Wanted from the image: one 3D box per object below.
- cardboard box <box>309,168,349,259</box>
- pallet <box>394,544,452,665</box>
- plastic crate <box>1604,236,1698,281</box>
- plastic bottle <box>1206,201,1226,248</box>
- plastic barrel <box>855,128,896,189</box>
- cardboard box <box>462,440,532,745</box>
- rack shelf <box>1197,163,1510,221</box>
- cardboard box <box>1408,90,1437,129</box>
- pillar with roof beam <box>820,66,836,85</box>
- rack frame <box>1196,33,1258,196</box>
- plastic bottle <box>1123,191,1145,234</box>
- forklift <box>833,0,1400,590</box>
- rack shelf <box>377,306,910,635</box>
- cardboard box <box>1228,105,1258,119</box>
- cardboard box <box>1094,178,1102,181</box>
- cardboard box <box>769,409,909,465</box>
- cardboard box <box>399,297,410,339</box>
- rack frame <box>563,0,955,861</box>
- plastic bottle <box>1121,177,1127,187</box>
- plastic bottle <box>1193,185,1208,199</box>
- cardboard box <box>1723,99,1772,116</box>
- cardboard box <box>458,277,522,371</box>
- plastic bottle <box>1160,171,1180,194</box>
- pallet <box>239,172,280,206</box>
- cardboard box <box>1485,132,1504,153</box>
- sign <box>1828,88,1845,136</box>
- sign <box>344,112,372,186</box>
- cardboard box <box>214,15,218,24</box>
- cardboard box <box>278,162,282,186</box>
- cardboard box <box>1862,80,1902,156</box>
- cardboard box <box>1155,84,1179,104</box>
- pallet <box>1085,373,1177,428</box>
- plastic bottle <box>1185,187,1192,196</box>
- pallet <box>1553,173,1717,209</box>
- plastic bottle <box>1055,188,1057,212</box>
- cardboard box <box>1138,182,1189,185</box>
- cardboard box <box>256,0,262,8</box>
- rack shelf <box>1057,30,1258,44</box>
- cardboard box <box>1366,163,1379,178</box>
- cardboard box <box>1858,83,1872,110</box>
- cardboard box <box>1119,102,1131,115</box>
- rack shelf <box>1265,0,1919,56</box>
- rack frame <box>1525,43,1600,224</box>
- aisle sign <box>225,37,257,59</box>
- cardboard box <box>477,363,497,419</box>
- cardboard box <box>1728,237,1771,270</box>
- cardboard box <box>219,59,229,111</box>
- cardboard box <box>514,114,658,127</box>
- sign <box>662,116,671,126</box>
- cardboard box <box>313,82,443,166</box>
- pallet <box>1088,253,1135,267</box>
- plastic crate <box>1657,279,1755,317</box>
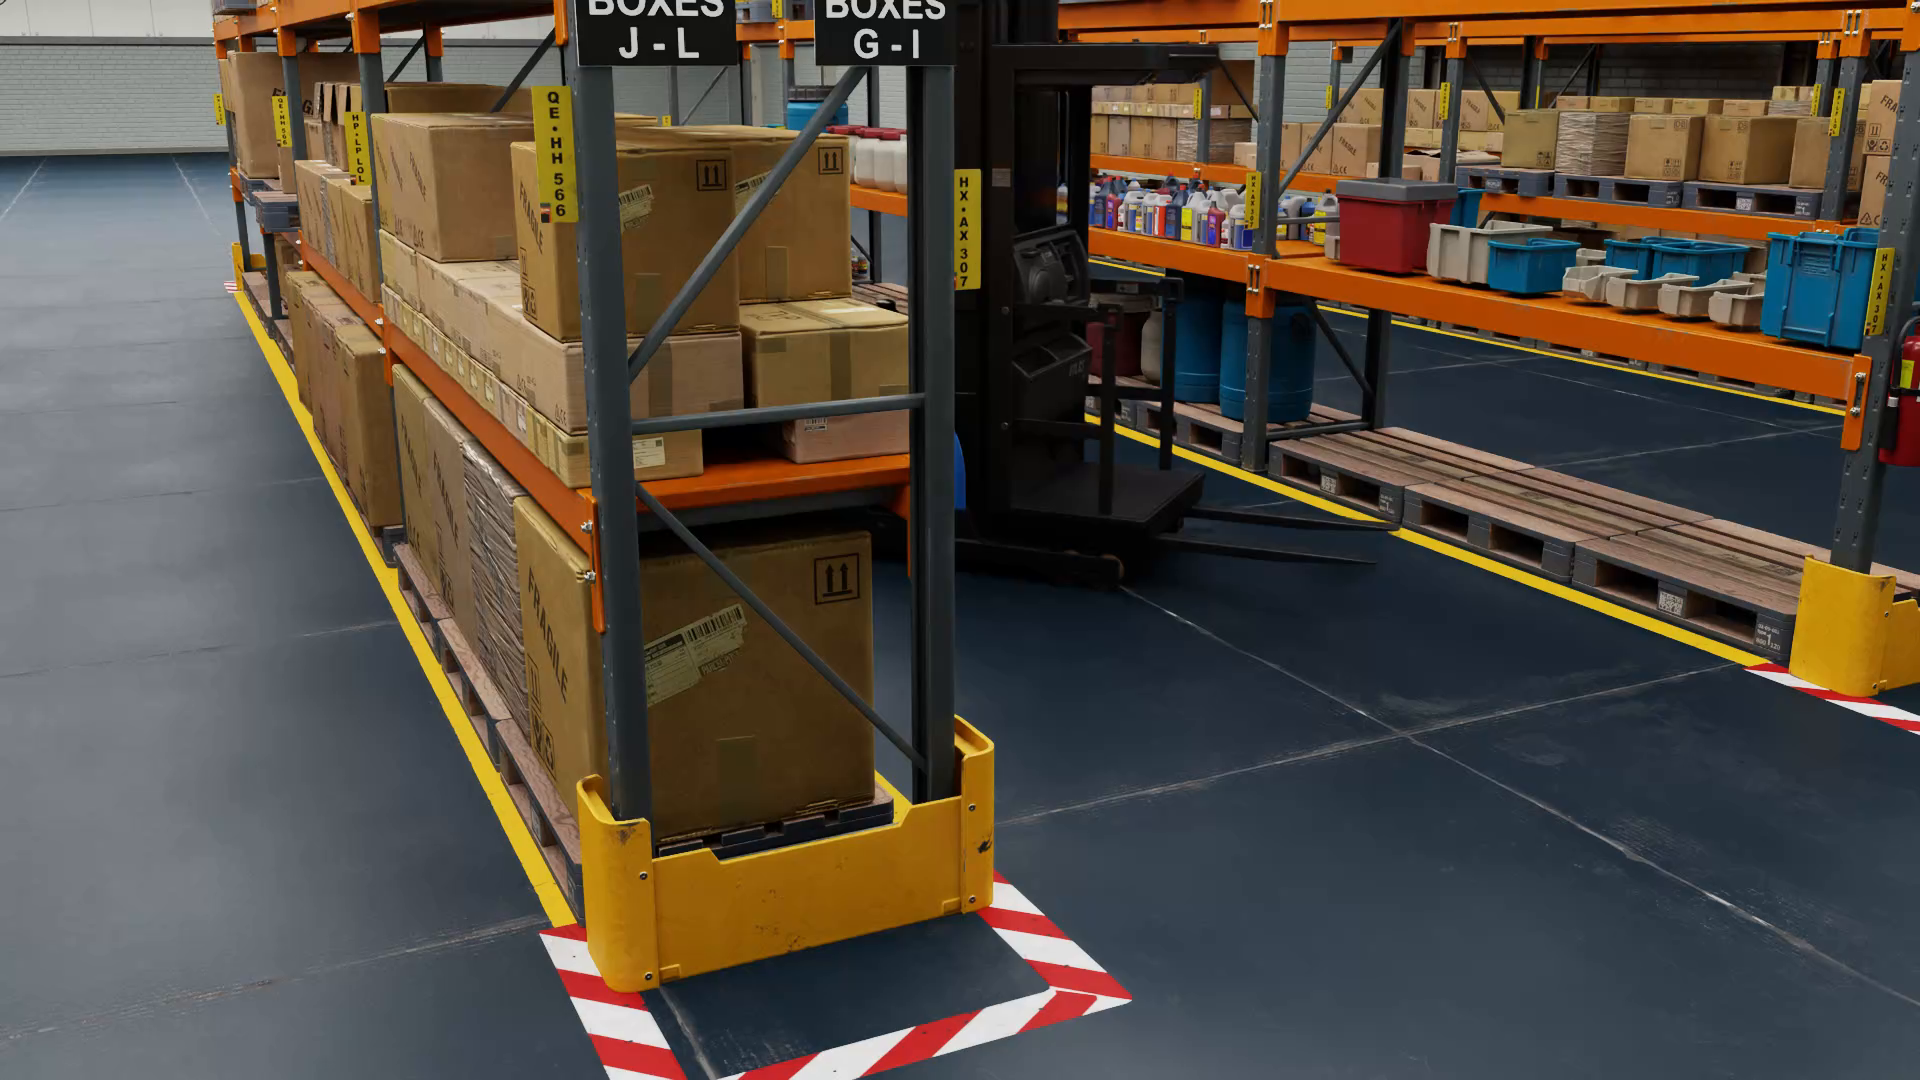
[{"bbox_3d":[-3.571,-1.956,9.946,0.500,0.500,0.500,-8,18,-26],"label":"cardboard box"},{"bbox_3d":[-1.979,0.215,7.618,1.003,0.211,1.213,-8,18,-25],"label":"pallet"},{"bbox_3d":[3.442,-1.380,8.317,0.416,0.233,0.300,-8,18,-25],"label":"plastic crate"},{"bbox_3d":[1.605,-1.976,10.411,0.061,0.283,0.133,-8,18,-25],"label":"plastic bottle"},{"bbox_3d":[-0.751,-3.525,15.350,0.433,0.535,0.433,0,16,0],"label":"plastic barrel"},{"bbox_3d":[-1.241,0.113,6.008,0.875,0.875,0.875,-8,18,-25],"label":"cardboard box"},{"bbox_3d":[4.036,-3.661,17.376,1.077,0.370,4.000,-8,18,-25],"label":"rack shelf"},{"bbox_3d":[6.463,-5.859,22.604,0.500,0.500,0.500,-7,17,-23],"label":"cardboard box"},{"bbox_3d":[-7.441,-14.340,42.406,9.100,9.000,0.400,-8,18,-25],"label":"pillar with roof beam"},{"bbox_3d":[3.160,-4.503,19.005,1.000,3.000,0.127,-8,18,-25],"label":"rack frame"},{"bbox_3d":[1.205,-2.227,11.299,0.152,0.276,0.135,-8,18,-25],"label":"plastic bottle"},{"bbox_3d":[0.639,-1.339,8.104,3.031,2.935,1.130,7,17,22],"label":"forklift"},{"bbox_3d":[-1.366,-0.482,6.295,1.077,0.370,4.000,-8,18,-25],"label":"rack shelf"},{"bbox_3d":[3.216,-4.953,19.215,0.380,0.149,0.250,-8,18,-25],"label":"cardboard box"},{"bbox_3d":[1.663,-4.452,21.690,0.500,0.500,0.500,-8,18,-25],"label":"cardboard box"},{"bbox_3d":[-0.349,-0.339,4.948,0.380,0.149,0.250,-7,18,-24],"label":"cardboard box"},{"bbox_3d":[-2.180,-0.959,7.108,0.380,0.149,0.250,-7,17,-23],"label":"cardboard box"},{"bbox_3d":[-0.490,-0.331,4.468,1.000,3.000,0.127,-8,18,-25],"label":"rack frame"},{"bbox_3d":[1.239,-2.667,12.839,0.097,0.271,0.097,0,16,0],"label":"plastic bottle"},{"bbox_3d":[1.562,-2.150,10.893,0.144,0.351,0.185,-8,18,-25],"label":"plastic bottle"},{"bbox_3d":[8.879,-4.621,18.436,0.700,0.500,0.500,-10,19,-30],"label":"cardboard box"},{"bbox_3d":[-1.386,-0.742,5.632,0.500,0.250,0.500,-8,18,-27],"label":"cardboard box"},{"bbox_3d":[1.552,-2.513,12.160,0.144,0.351,0.185,-8,18,-25],"label":"plastic bottle"},{"bbox_3d":[-5.543,-3.008,14.141,1.003,0.211,1.213,-8,18,-25],"label":"pallet"},{"bbox_3d":[7.131,-5.121,21.393,0.500,0.250,0.500,-8,18,-25],"label":"cardboard box"},{"bbox_3d":[6.167,-3.008,11.696,0.100,0.325,0.005,-8,18,-25],"label":"sign"},{"bbox_3d":[-2.726,-1.774,7.538,0.100,0.325,0.005,-8,18,-25],"label":"sign"},{"bbox_3d":[-7.521,-5.518,17.374,0.500,0.250,0.500,-7,17,-23],"label":"cardboard box"},{"bbox_3d":[-4.968,-2.833,12.668,0.396,0.266,0.258,-8,18,-26],"label":"cardboard box"},{"bbox_3d":[6.618,-2.897,11.415,0.500,0.500,0.500,-7,17,-23],"label":"cardboard box"},{"bbox_3d":[2.737,-5.409,19.629,0.700,0.500,0.500,-8,18,-25],"label":"cardboard box"},{"bbox_3d":[1.371,-1.081,12.134,1.003,0.211,1.213,-8,18,-25],"label":"pallet"},{"bbox_3d":[1.602,-2.371,11.807,0.097,0.271,0.097,0,16,0],"label":"plastic bottle"},{"bbox_3d":[5.768,-2.937,13.896,1.003,0.211,1.213,-8,18,-25],"label":"pallet"},{"bbox_3d":[0.678,-2.500,12.238,0.061,0.283,0.133,-8,18,-25],"label":"plastic bottle"},{"bbox_3d":[2.579,-4.268,21.050,0.500,0.500,0.500,-8,18,-25],"label":"cardboard box"},{"bbox_3d":[-4.870,-4.019,12.153,0.500,0.250,0.500,-7,17,-23],"label":"cardboard box"},{"bbox_3d":[2.284,-6.095,20.418,1.077,0.370,4.000,-8,18,-25],"label":"rack shelf"},{"bbox_3d":[4.303,-3.700,16.661,0.380,0.149,0.250,-6,17,-21],"label":"cardboard box"},{"bbox_3d":[9.343,-4.521,16.951,0.500,0.250,0.500,-7,18,-24],"label":"cardboard box"},{"bbox_3d":[2.174,-5.285,20.372,0.380,0.149,0.250,-7,17,-23],"label":"cardboard box"},{"bbox_3d":[3.086,-2.522,7.967,1.077,0.370,4.000,-8,18,-25],"label":"rack shelf"},{"bbox_3d":[7.611,-5.103,21.094,1.000,3.000,0.127,-8,18,-25],"label":"rack frame"},{"bbox_3d":[-7.796,-5.527,17.861,0.394,0.787,0.004,-8,18,-25],"label":"aisle sign"},{"bbox_3d":[-1.391,-0.512,5.553,0.380,0.149,0.250,-8,18,-26],"label":"cardboard box"},{"bbox_3d":[9.001,-3.293,18.522,0.700,0.500,0.500,-7,18,-24],"label":"cardboard box"},{"bbox_3d":[-7.291,-4.676,17.075,0.500,0.500,0.500,-8,18,-25],"label":"cardboard box"},{"bbox_3d":[-1.585,-1.548,7.081,0.500,0.500,0.500,-7,18,-24],"label":"cardboard box"},{"bbox_3d":[-3.543,-4.965,20.112,0.100,0.325,0.005,-8,18,-25],"label":"sign"},{"bbox_3d":[-3.689,-2.662,10.589,0.797,0.503,0.637,-7,17,-23],"label":"cardboard box"},{"bbox_3d":[2.311,-3.668,21.150,1.003,0.211,1.213,-8,18,-25],"label":"pallet"},{"bbox_3d":[3.329,-1.086,7.466,0.396,0.136,0.243,-8,18,-25],"label":"plastic crate"}]
